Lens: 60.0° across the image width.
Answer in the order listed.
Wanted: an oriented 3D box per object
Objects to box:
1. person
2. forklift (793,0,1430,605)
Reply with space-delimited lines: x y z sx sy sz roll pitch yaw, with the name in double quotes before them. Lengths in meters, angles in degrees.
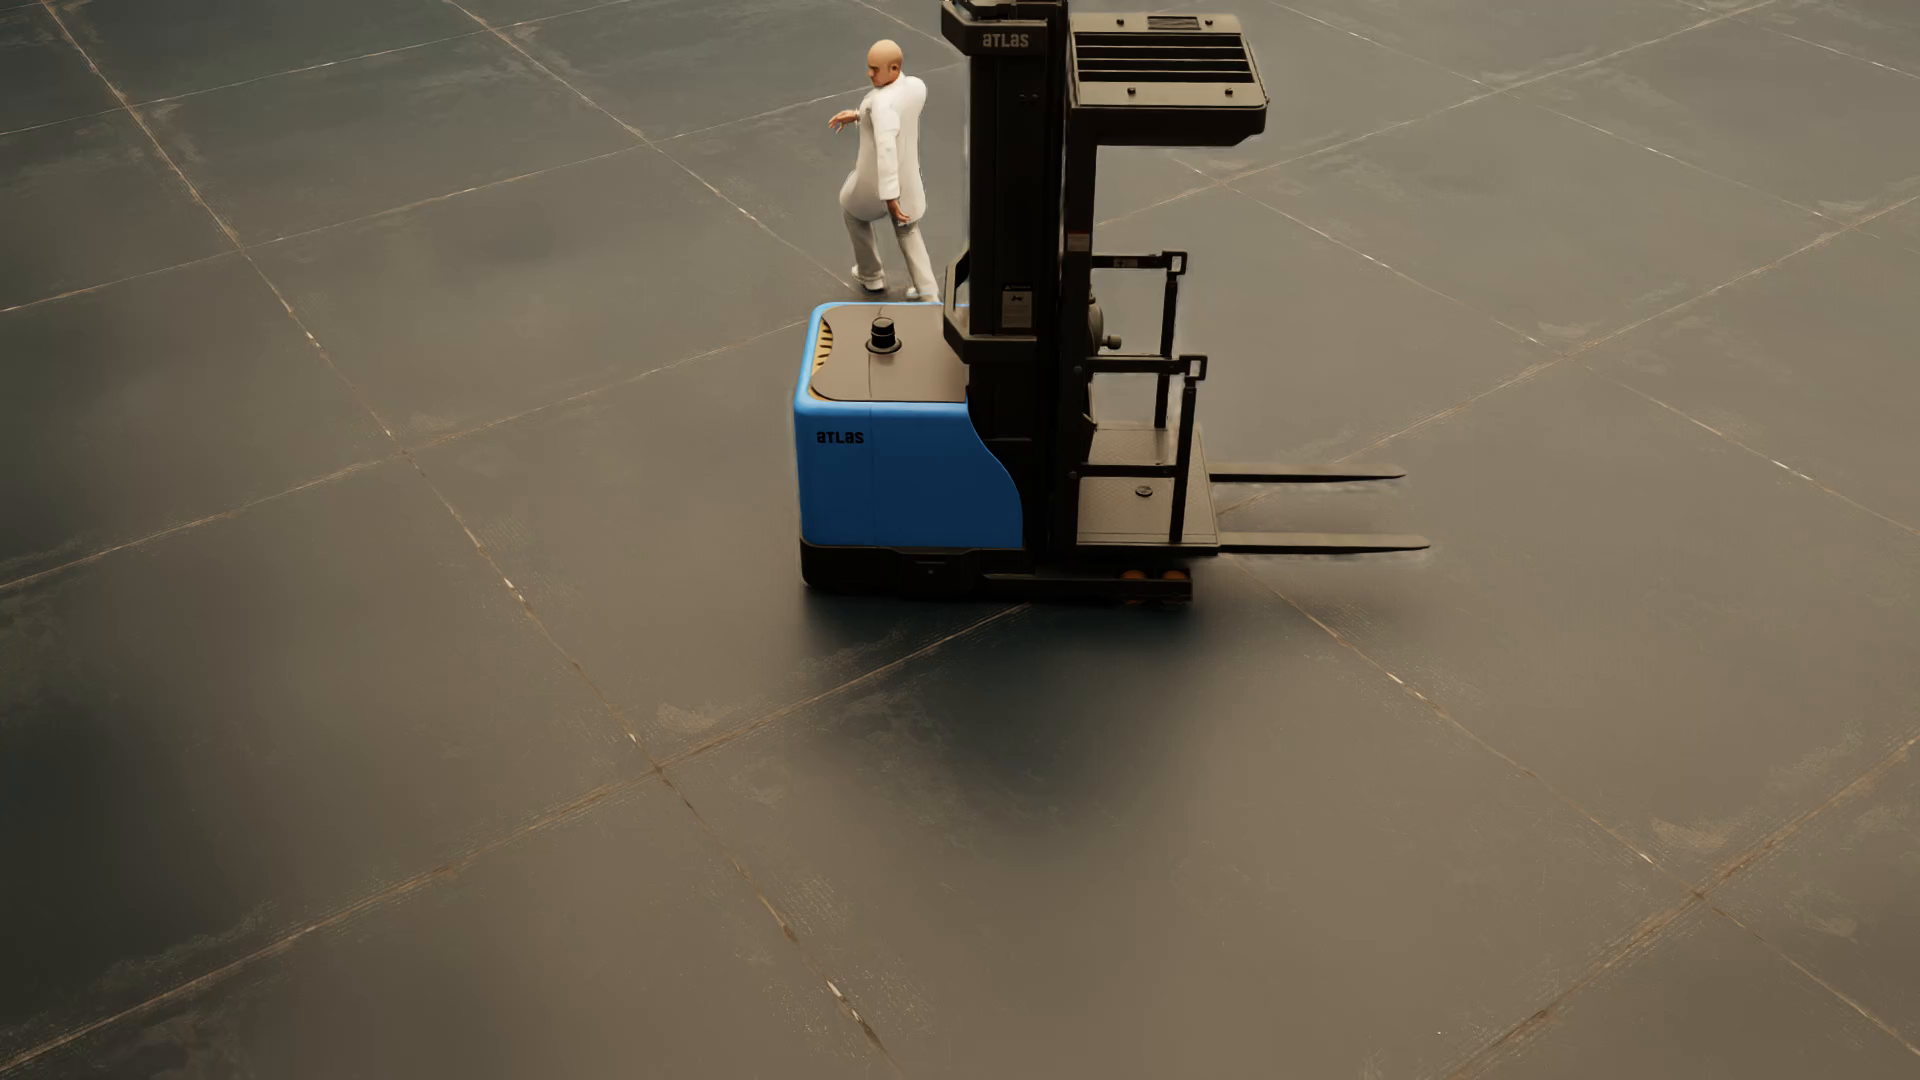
"person" -0.447 -2.170 9.959 0.619 1.694 0.973 -25 43 -30
"forklift" 0.757 -1.188 7.551 3.031 2.935 1.130 1 36 1
